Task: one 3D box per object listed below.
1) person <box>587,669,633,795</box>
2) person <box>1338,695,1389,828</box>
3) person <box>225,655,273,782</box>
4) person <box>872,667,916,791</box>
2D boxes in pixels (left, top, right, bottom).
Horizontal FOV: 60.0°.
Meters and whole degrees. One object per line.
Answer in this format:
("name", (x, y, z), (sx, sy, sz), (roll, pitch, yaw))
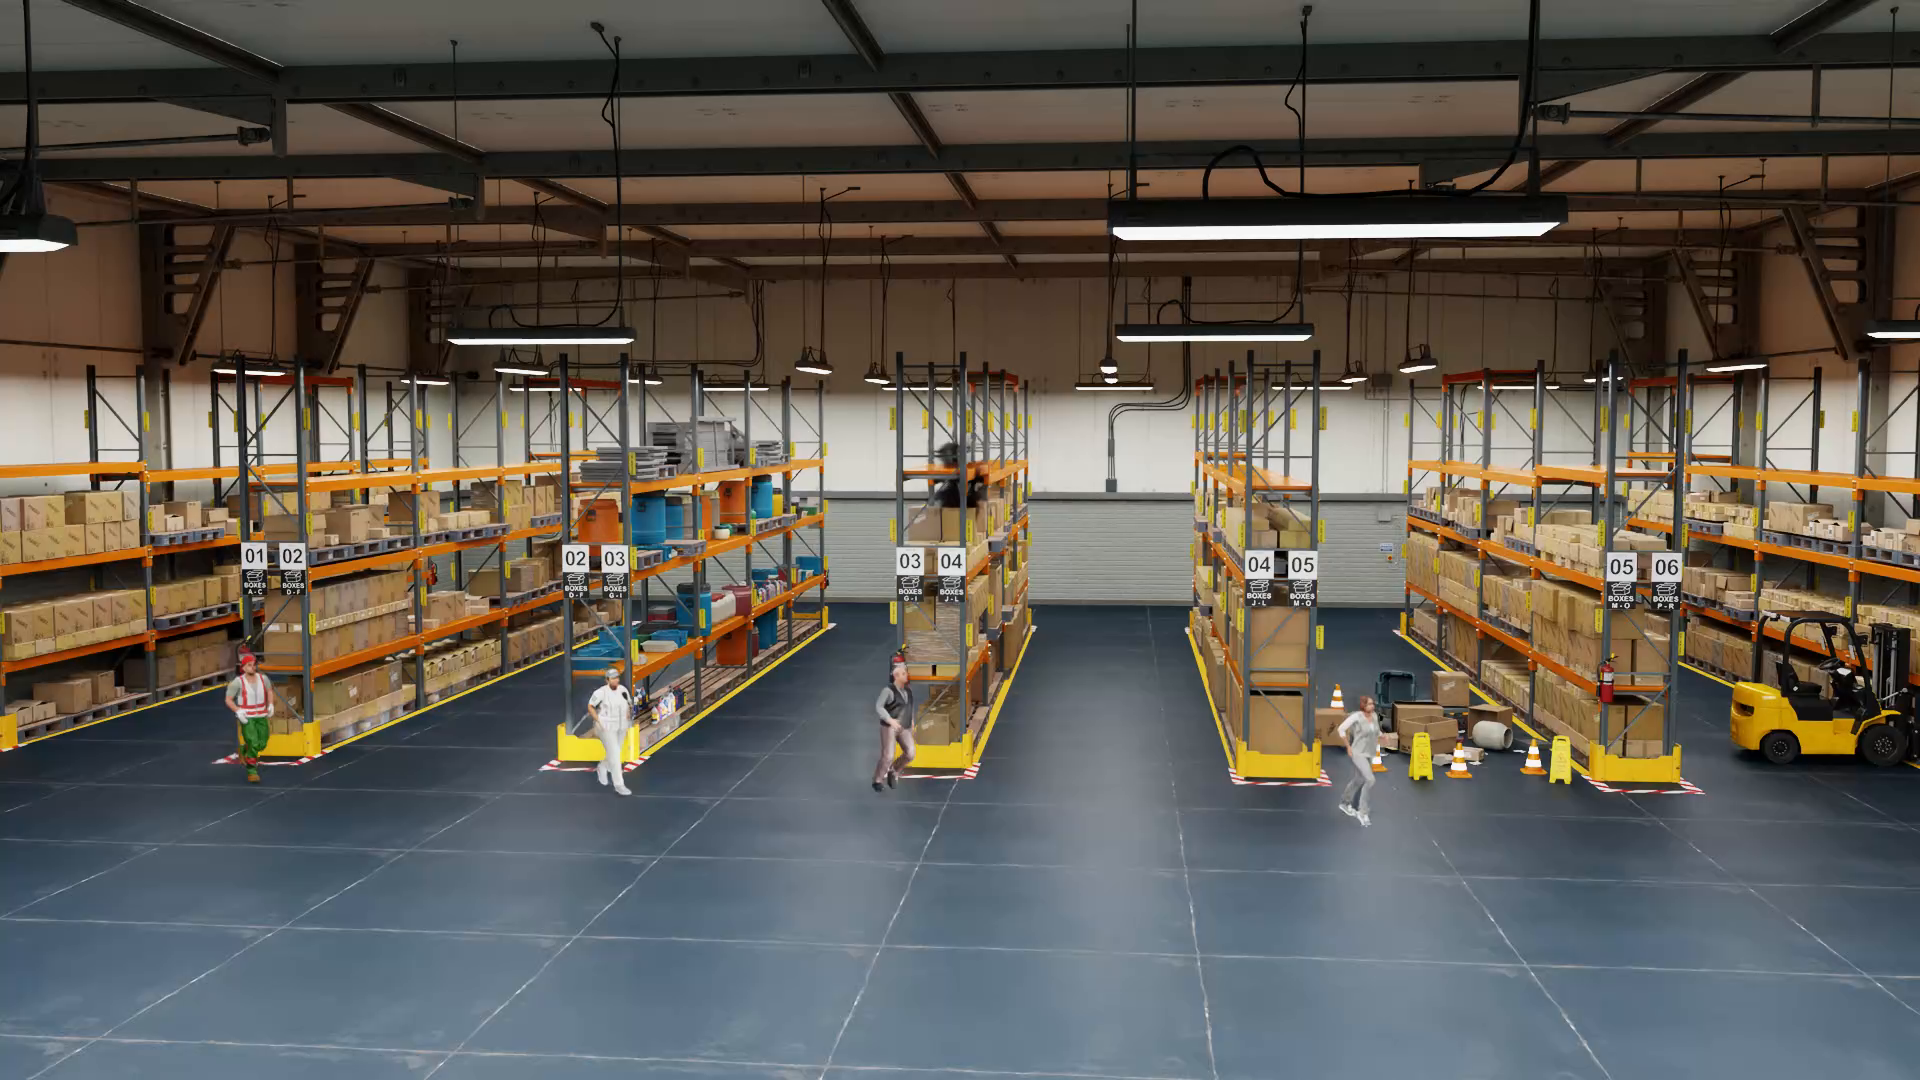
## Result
("person", (-4.685, 2.545, 22.427), (0.602, 1.653, 0.907), (-4, 6, -45))
("person", (5.028, 2.730, 20.763), (0.527, 1.634, 0.722), (-3, 5, -36))
("person", (-9.956, 2.477, 23.297), (0.670, 1.755, 0.680), (3, 5, 40))
("person", (-0.825, 2.560, 22.589), (0.715, 1.663, 0.584), (-3, 5, -39))
